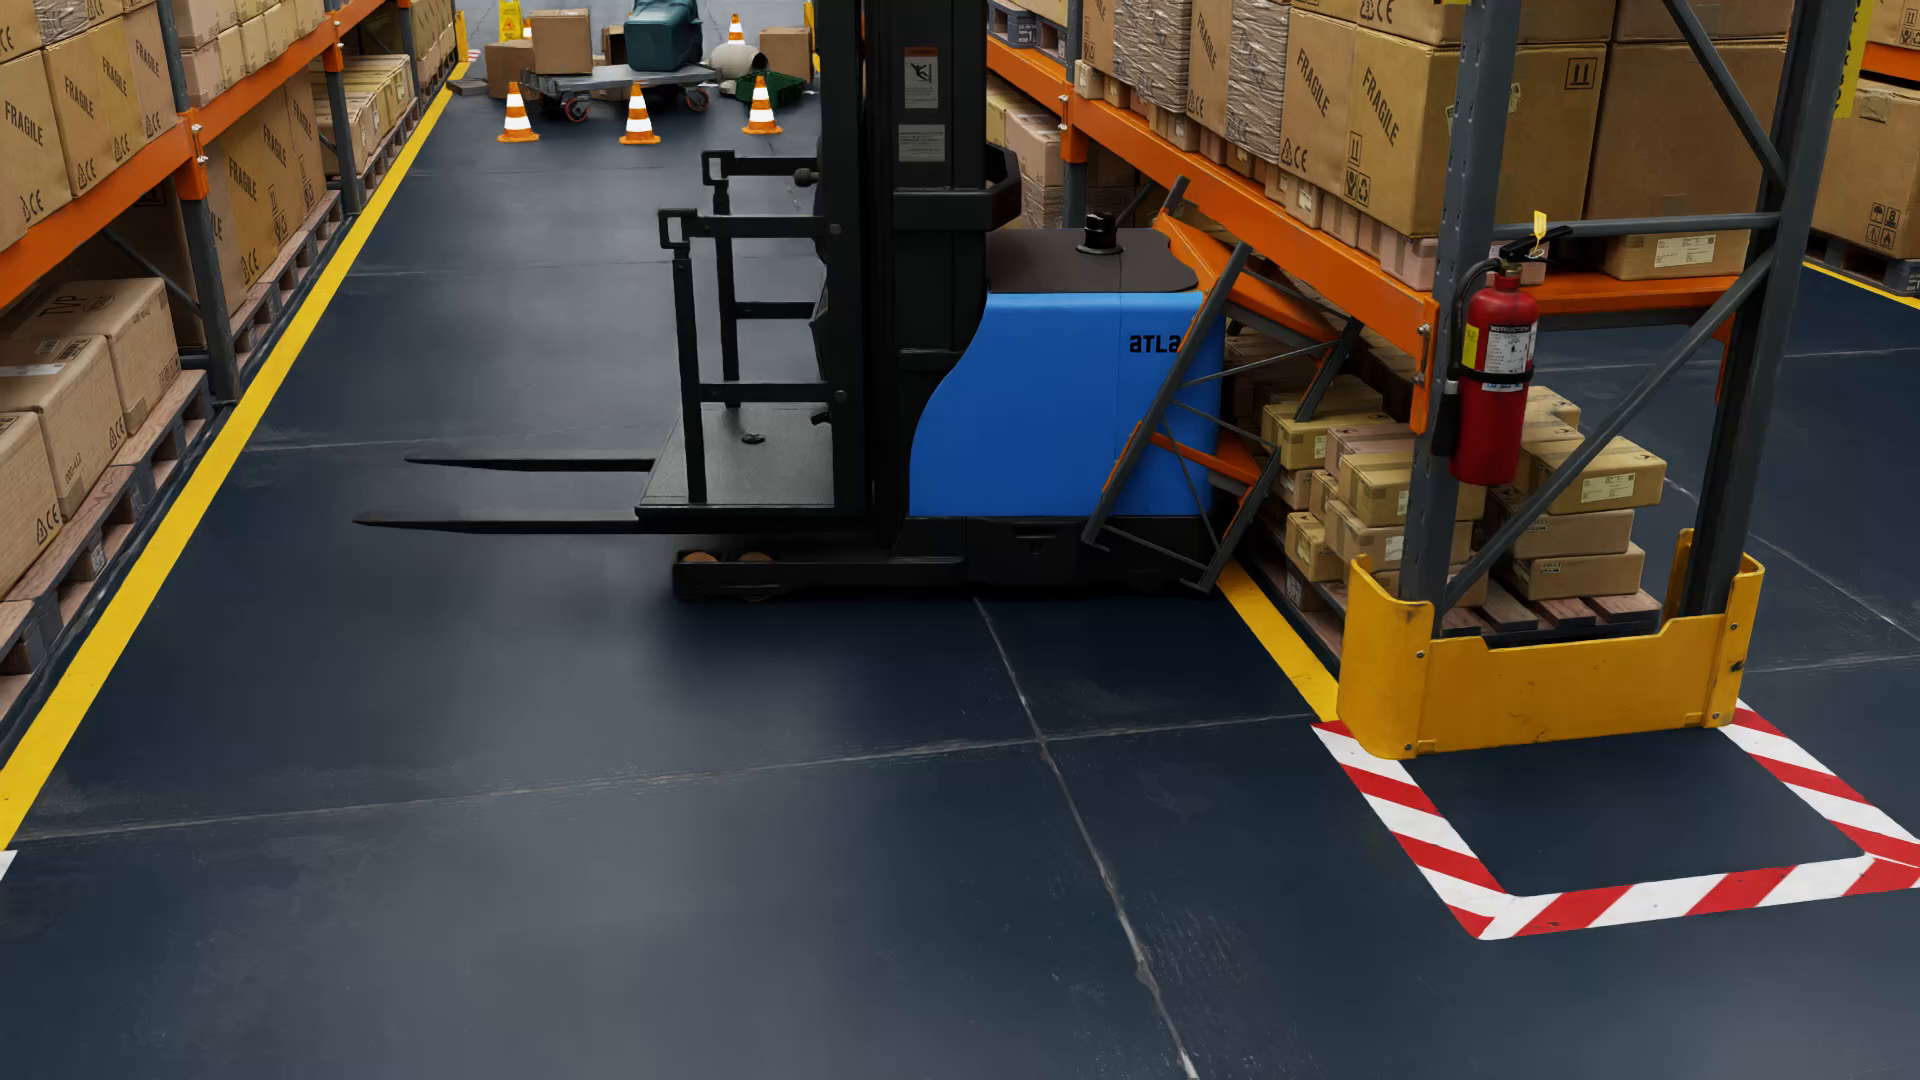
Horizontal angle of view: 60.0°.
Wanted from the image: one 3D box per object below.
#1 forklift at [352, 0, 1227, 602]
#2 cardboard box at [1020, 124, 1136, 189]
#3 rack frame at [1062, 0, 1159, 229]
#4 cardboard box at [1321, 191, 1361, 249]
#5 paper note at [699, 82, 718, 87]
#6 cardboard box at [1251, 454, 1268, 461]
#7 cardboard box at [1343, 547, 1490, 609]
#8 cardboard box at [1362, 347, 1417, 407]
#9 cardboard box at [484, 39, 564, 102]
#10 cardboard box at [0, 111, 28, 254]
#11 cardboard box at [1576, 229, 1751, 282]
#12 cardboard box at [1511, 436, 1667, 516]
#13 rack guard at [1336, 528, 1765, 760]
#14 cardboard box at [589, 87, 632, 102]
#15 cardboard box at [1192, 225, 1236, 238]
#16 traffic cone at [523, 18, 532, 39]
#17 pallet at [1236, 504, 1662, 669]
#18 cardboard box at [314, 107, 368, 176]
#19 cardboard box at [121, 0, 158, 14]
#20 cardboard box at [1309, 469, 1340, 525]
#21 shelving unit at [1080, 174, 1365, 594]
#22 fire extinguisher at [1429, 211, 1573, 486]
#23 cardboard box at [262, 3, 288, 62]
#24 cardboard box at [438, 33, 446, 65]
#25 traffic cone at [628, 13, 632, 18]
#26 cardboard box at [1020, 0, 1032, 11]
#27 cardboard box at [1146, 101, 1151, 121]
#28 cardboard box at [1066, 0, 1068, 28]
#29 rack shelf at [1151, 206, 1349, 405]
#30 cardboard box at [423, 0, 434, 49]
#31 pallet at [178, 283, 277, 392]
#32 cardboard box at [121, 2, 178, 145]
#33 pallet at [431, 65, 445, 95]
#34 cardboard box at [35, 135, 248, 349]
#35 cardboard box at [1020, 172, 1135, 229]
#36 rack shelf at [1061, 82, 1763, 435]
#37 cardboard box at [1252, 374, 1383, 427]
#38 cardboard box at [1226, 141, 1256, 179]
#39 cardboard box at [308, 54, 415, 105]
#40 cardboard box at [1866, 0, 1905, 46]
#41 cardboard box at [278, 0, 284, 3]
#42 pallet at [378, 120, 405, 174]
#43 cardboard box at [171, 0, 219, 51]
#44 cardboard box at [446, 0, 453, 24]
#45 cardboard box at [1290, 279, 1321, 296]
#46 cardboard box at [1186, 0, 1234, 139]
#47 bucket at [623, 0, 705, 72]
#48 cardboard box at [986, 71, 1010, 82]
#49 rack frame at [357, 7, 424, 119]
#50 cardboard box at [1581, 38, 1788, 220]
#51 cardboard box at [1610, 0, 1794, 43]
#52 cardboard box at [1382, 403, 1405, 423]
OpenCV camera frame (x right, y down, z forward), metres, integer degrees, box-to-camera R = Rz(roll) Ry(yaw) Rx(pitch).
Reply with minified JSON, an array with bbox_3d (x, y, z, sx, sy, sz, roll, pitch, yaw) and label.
[{"bbox_3d":[-0.627,-1.342,5.661,3.031,2.935,1.130,0,24,0],"label":"forklift"},{"bbox_3d":[0.626,-2.054,8.867,0.500,0.250,0.500,-5,24,-11],"label":"cardboard box"},{"bbox_3d":[1.012,-2.389,7.973,1.000,3.000,0.127,-4,24,-10],"label":"rack frame"},{"bbox_3d":[1.343,-1.006,5.120,0.380,0.149,0.250,-5,24,-10],"label":"cardboard box"},{"bbox_3d":[-2.517,-4.571,16.687,0.172,0.023,0.155,4,24,9],"label":"paper note"},{"bbox_3d":[1.171,-0.289,6.202,0.380,0.149,0.250,-5,24,-12],"label":"cardboard box"},{"bbox_3d":[1.449,0.106,5.296,0.380,0.149,0.250,-4,24,-9],"label":"cardboard box"},{"bbox_3d":[1.729,-0.615,6.205,0.380,0.149,0.250,-3,24,-8],"label":"cardboard box"},{"bbox_3d":[-4.174,-4.508,15.944,0.500,0.500,0.500,13,27,27],"label":"cardboard box"},{"bbox_3d":[-3.098,-1.064,4.814,0.500,0.500,0.500,-4,24,-10],"label":"cardboard box"},{"bbox_3d":[2.014,-0.853,4.768,0.380,0.149,0.250,-4,24,-10],"label":"cardboard box"},{"bbox_3d":[1.988,-0.206,5.268,0.380,0.149,0.250,-5,24,-12],"label":"cardboard box"},{"bbox_3d":[1.737,0.300,4.940,1.175,0.500,0.348,-4,24,-10],"label":"rack guard"},{"bbox_3d":[-3.355,-4.356,15.893,0.396,0.266,0.258,18,29,36],"label":"cardboard box"},{"bbox_3d":[1.333,-1.427,8.064,0.380,0.149,0.250,-4,24,-8],"label":"cardboard box"},{"bbox_3d":[-4.706,-5.467,18.190,0.336,0.463,0.334,-4,24,-10],"label":"traffic cone"},{"bbox_3d":[1.622,0.110,5.735,1.003,0.211,1.213,-4,24,-10],"label":"pallet"},{"bbox_3d":[-4.669,-2.768,11.598,0.950,0.372,0.625,-6,24,-13],"label":"cardboard box"},{"bbox_3d":[-3.476,-2.322,6.445,0.500,0.500,0.500,-5,24,-10],"label":"cardboard box"},{"bbox_3d":[1.378,-0.132,5.469,0.380,0.149,0.250,-5,24,-11],"label":"cardboard box"},{"bbox_3d":[0.837,-0.588,5.963,0.538,1.125,1.048,22,21,-13],"label":"shelving unit"},{"bbox_3d":[1.344,-0.477,4.156,0.296,0.674,0.183,-4,24,-10],"label":"fire extinguisher"},{"bbox_3d":[-3.916,-2.711,8.896,0.500,0.250,0.500,-5,24,-11],"label":"cardboard box"},{"bbox_3d":[-5.449,-4.928,16.696,0.500,0.250,0.500,-5,24,-12],"label":"cardboard box"},{"bbox_3d":[-3.678,-5.683,18.684,0.336,0.463,0.334,-4,24,-10],"label":"traffic cone"},{"bbox_3d":[0.548,-3.016,9.198,0.380,0.149,0.250,-5,24,-12],"label":"cardboard box"},{"bbox_3d":[1.009,-1.834,7.016,0.380,0.149,0.250,-5,24,-12],"label":"cardboard box"},{"bbox_3d":[0.744,-2.608,8.264,0.380,0.149,0.250,-5,24,-11],"label":"cardboard box"},{"bbox_3d":[0.962,-0.833,5.862,0.538,0.278,1.000,22,21,-13],"label":"rack shelf"},{"bbox_3d":[-5.268,-4.868,15.622,0.500,0.500,0.500,-3,24,-8],"label":"cardboard box"},{"bbox_3d":[-4.051,-1.003,8.284,1.003,0.211,1.213,-4,24,-10],"label":"pallet"},{"bbox_3d":[-3.497,-1.866,6.649,0.500,0.500,0.500,-4,24,-9],"label":"cardboard box"},{"bbox_3d":[-5.701,-4.595,16.506,1.003,0.211,1.213,-4,24,-10],"label":"pallet"},{"bbox_3d":[-4.027,-1.440,7.929,0.875,0.875,0.875,-4,24,-8],"label":"cardboard box"},{"bbox_3d":[0.627,-1.709,9.013,0.500,0.500,0.500,-5,24,-11],"label":"cardboard box"},{"bbox_3d":[1.382,-1.273,6.316,1.077,0.370,4.000,-4,24,-10],"label":"rack shelf"},{"bbox_3d":[1.256,-0.466,5.864,0.380,0.149,0.250,-5,24,-12],"label":"cardboard box"},{"bbox_3d":[1.197,-1.425,6.078,0.380,0.149,0.250,-4,24,-9],"label":"cardboard box"},{"bbox_3d":[-5.214,-3.912,14.218,0.950,0.372,0.625,-4,24,-9],"label":"cardboard box"},{"bbox_3d":[5.465,-3.121,9.524,0.500,0.500,0.500,-4,24,-8],"label":"cardboard box"},{"bbox_3d":[-4.021,-3.144,9.264,0.500,0.250,0.500,-5,24,-11],"label":"cardboard box"},{"bbox_3d":[-4.939,-3.065,13.004,1.003,0.211,1.213,-4,24,-10],"label":"pallet"},{"bbox_3d":[-3.638,-2.338,7.417,0.500,0.250,0.500,-5,24,-11],"label":"cardboard box"},{"bbox_3d":[-5.649,-5.684,17.490,0.500,0.500,0.500,-4,24,-9],"label":"cardboard box"},{"bbox_3d":[1.585,-1.025,7.143,0.380,0.149,0.250,-5,24,-12],"label":"cardboard box"},{"bbox_3d":[1.140,-1.755,6.023,0.500,0.500,0.500,-3,24,-7],"label":"cardboard box"},{"bbox_3d":[-2.758,-4.615,15.261,0.726,0.611,0.620,4,34,9],"label":"bucket"},{"bbox_3d":[0.256,-2.865,10.723,0.500,0.250,0.500,-5,24,-10],"label":"cardboard box"},{"bbox_3d":[-5.314,-5.130,14.248,1.000,3.000,0.127,-4,24,-10],"label":"rack frame"},{"bbox_3d":[1.940,-1.195,4.742,0.500,0.500,0.500,-3,24,-7],"label":"cardboard box"},{"bbox_3d":[1.929,-1.653,4.540,0.500,0.500,0.500,-4,24,-10],"label":"cardboard box"},{"bbox_3d":[1.696,-0.471,6.247,0.380,0.149,0.250,-5,24,-12],"label":"cardboard box"}]
